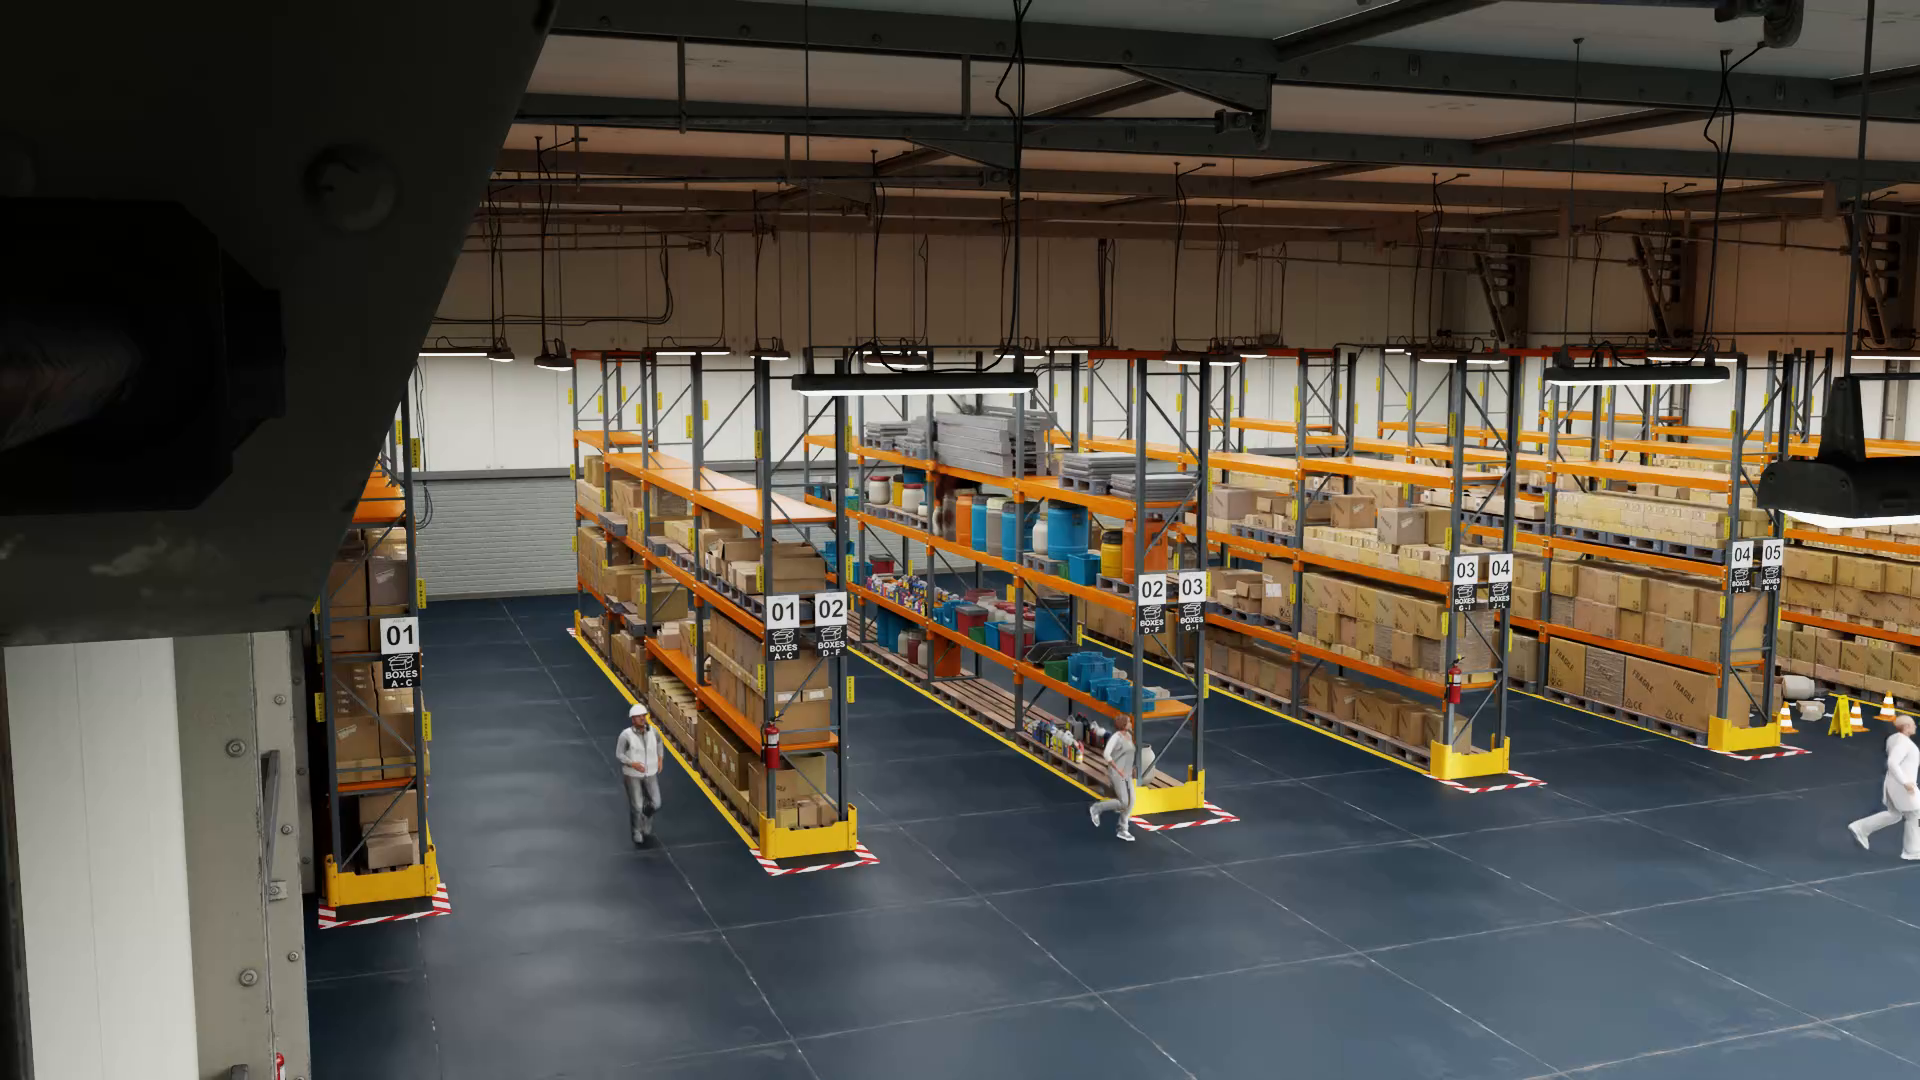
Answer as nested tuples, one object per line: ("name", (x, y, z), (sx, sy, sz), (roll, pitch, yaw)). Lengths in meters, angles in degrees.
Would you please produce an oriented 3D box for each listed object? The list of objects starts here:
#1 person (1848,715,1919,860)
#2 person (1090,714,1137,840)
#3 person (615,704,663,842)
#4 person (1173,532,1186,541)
("person", (11.253, 2.967, 19.979), (0.955, 1.756, 0.705), (2, 7, 12))
("person", (2.025, 2.964, 21.034), (0.650, 1.532, 0.589), (5, 8, 33))
("person", (-3.931, 2.903, 20.676), (0.685, 1.740, 0.580), (-5, 8, -32))
("person", (5.374, 0.463, 40.790), (0.654, 1.660, 0.644), (7, 10, 44))
